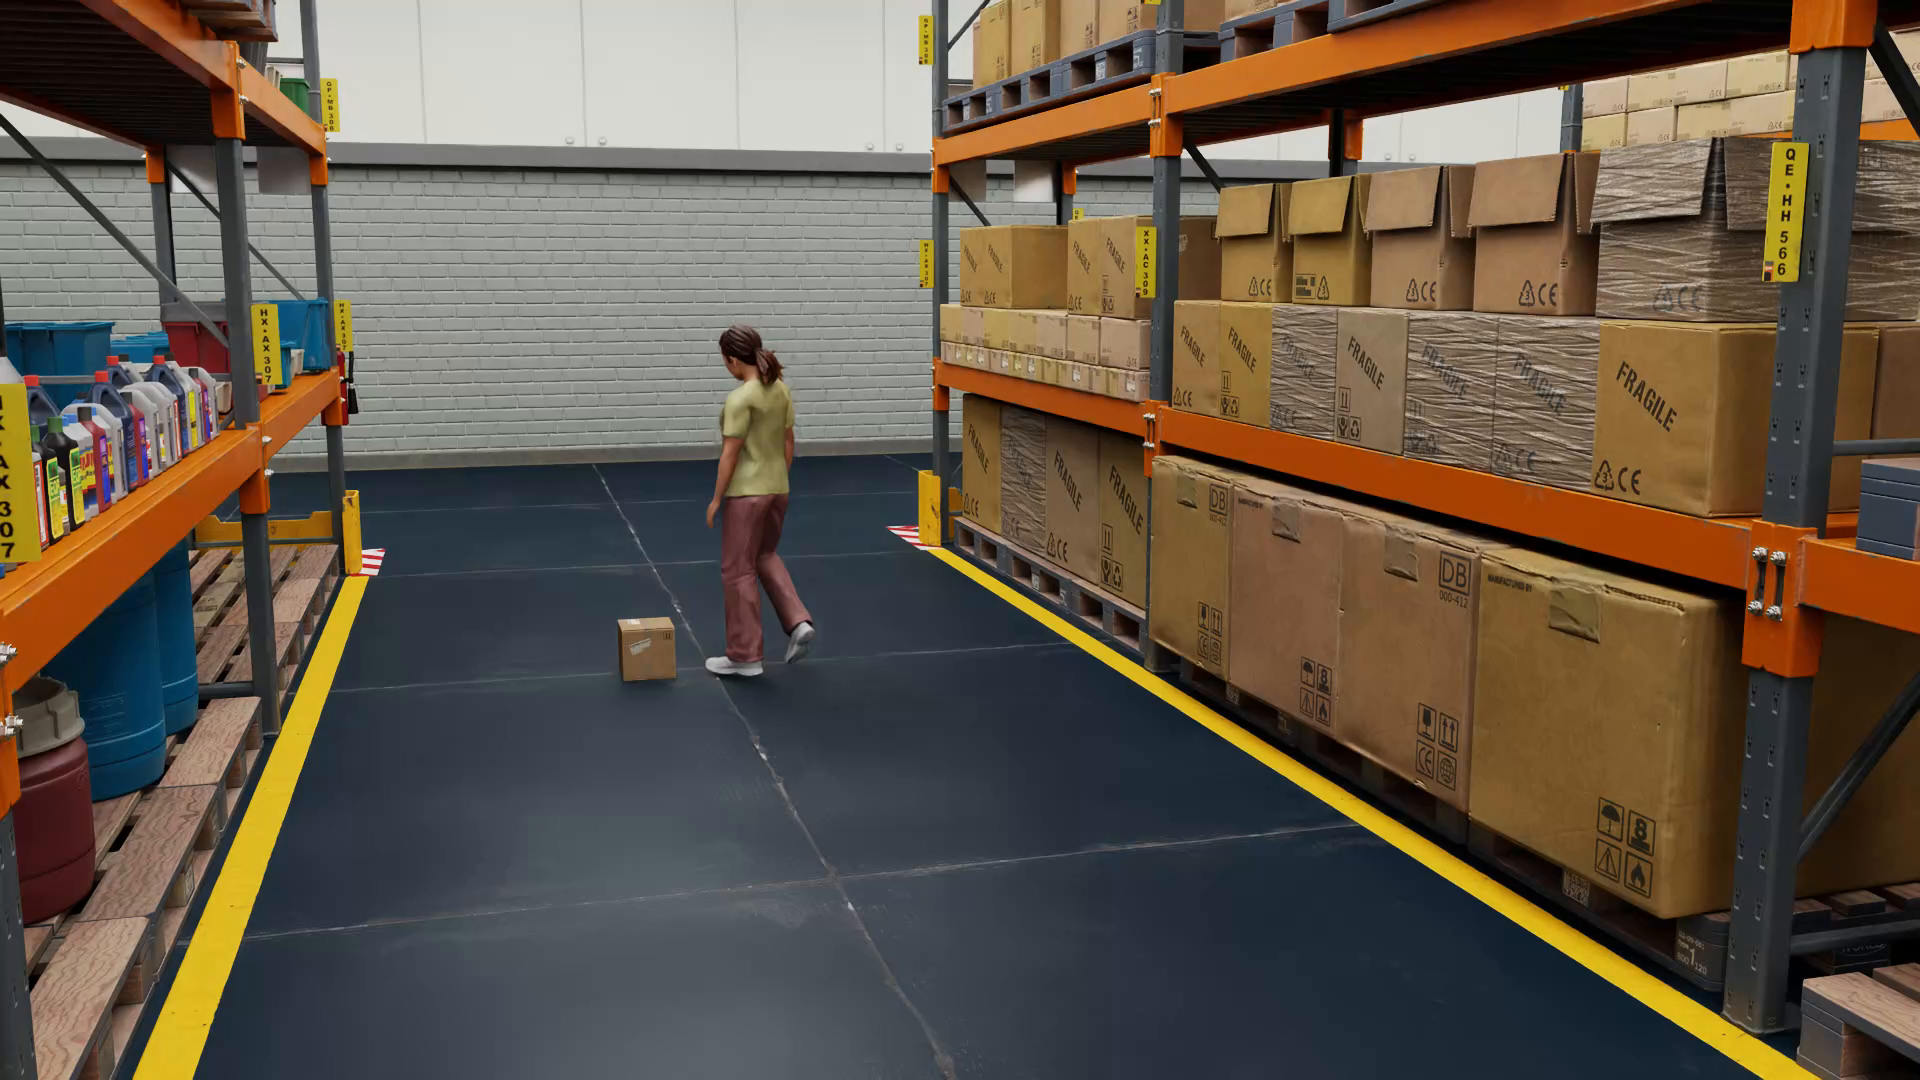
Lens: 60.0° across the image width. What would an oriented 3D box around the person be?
[{"bbox_3d":[-0.972,-0.176,7.941,0.452,1.653,0.527,6,11,31],"label":"person"}]
